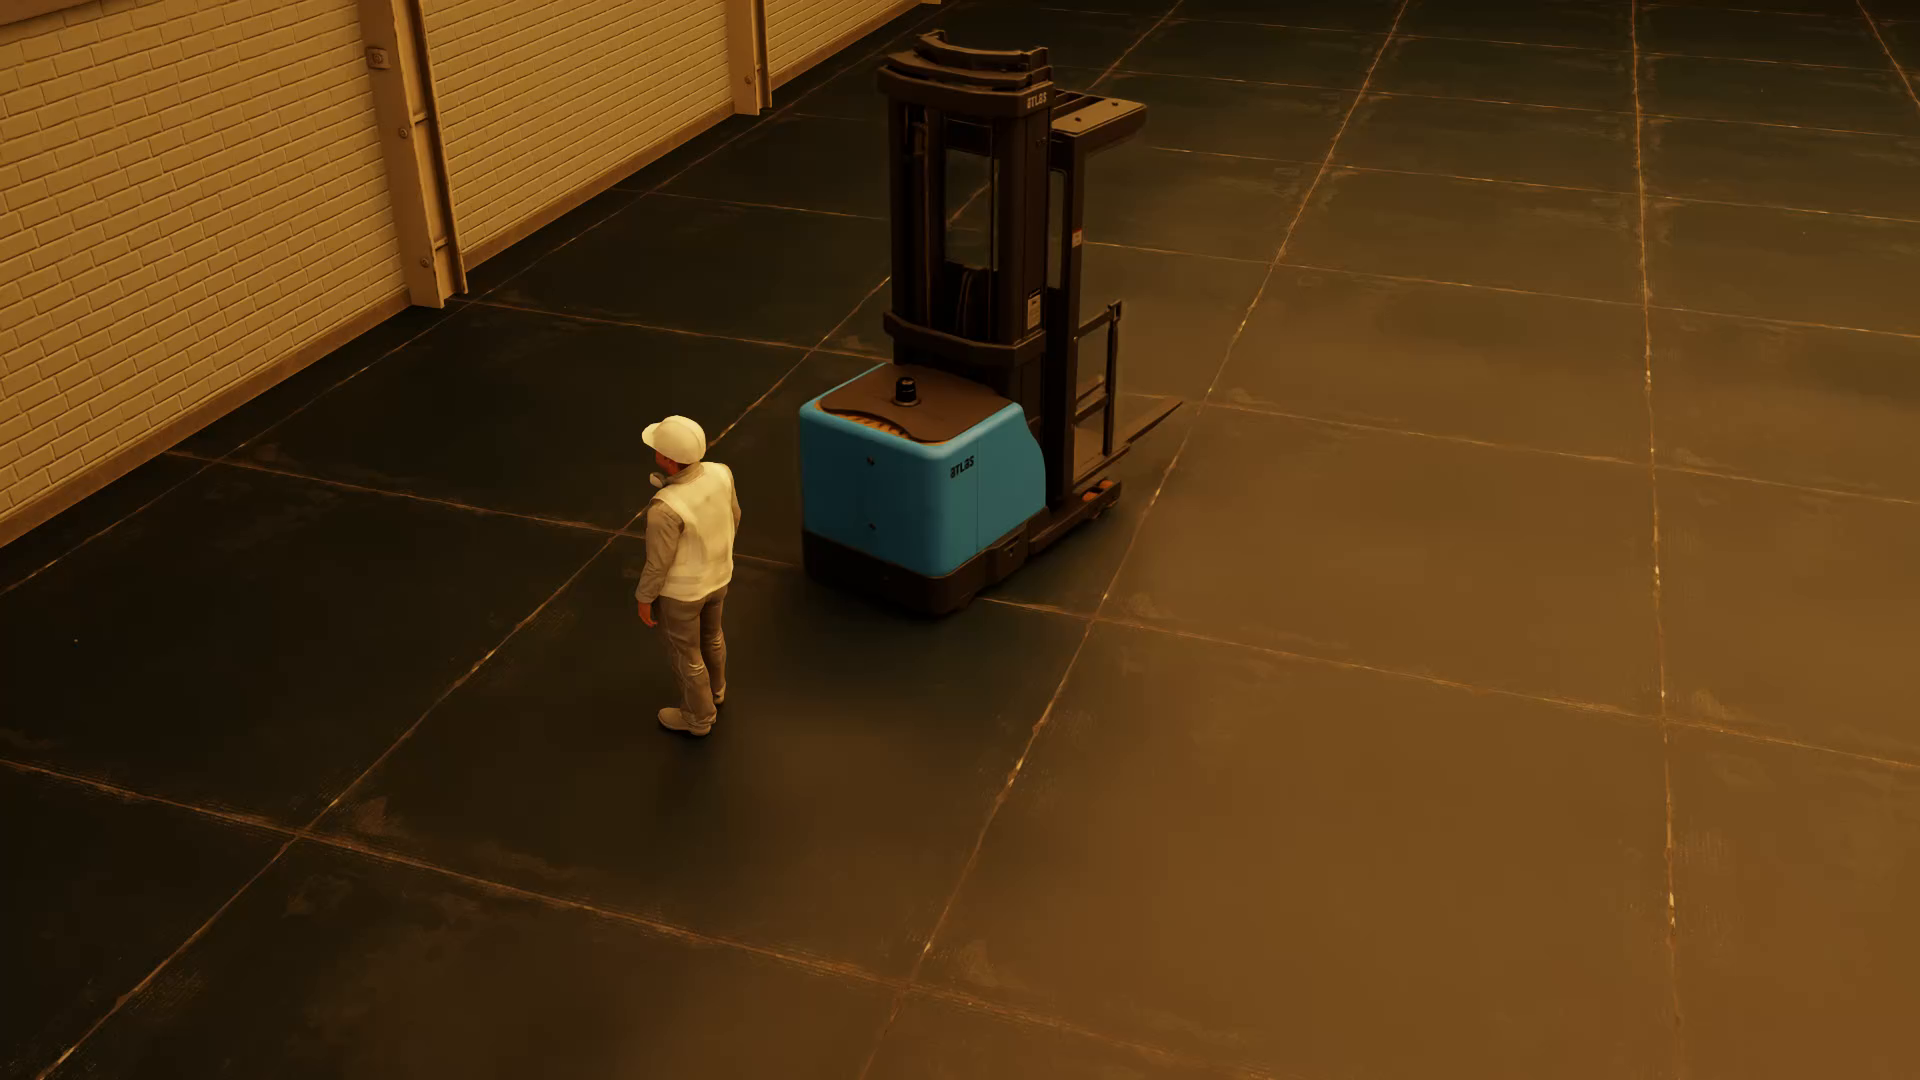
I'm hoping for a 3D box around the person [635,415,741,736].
[{"bbox_3d":[-1.356,0.161,8.007,0.570,1.773,0.630,18,34,29],"label":"person"}]

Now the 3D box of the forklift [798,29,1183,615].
[{"bbox_3d":[0.357,-1.532,9.824,1.130,2.935,3.031,20,35,31],"label":"forklift"}]
